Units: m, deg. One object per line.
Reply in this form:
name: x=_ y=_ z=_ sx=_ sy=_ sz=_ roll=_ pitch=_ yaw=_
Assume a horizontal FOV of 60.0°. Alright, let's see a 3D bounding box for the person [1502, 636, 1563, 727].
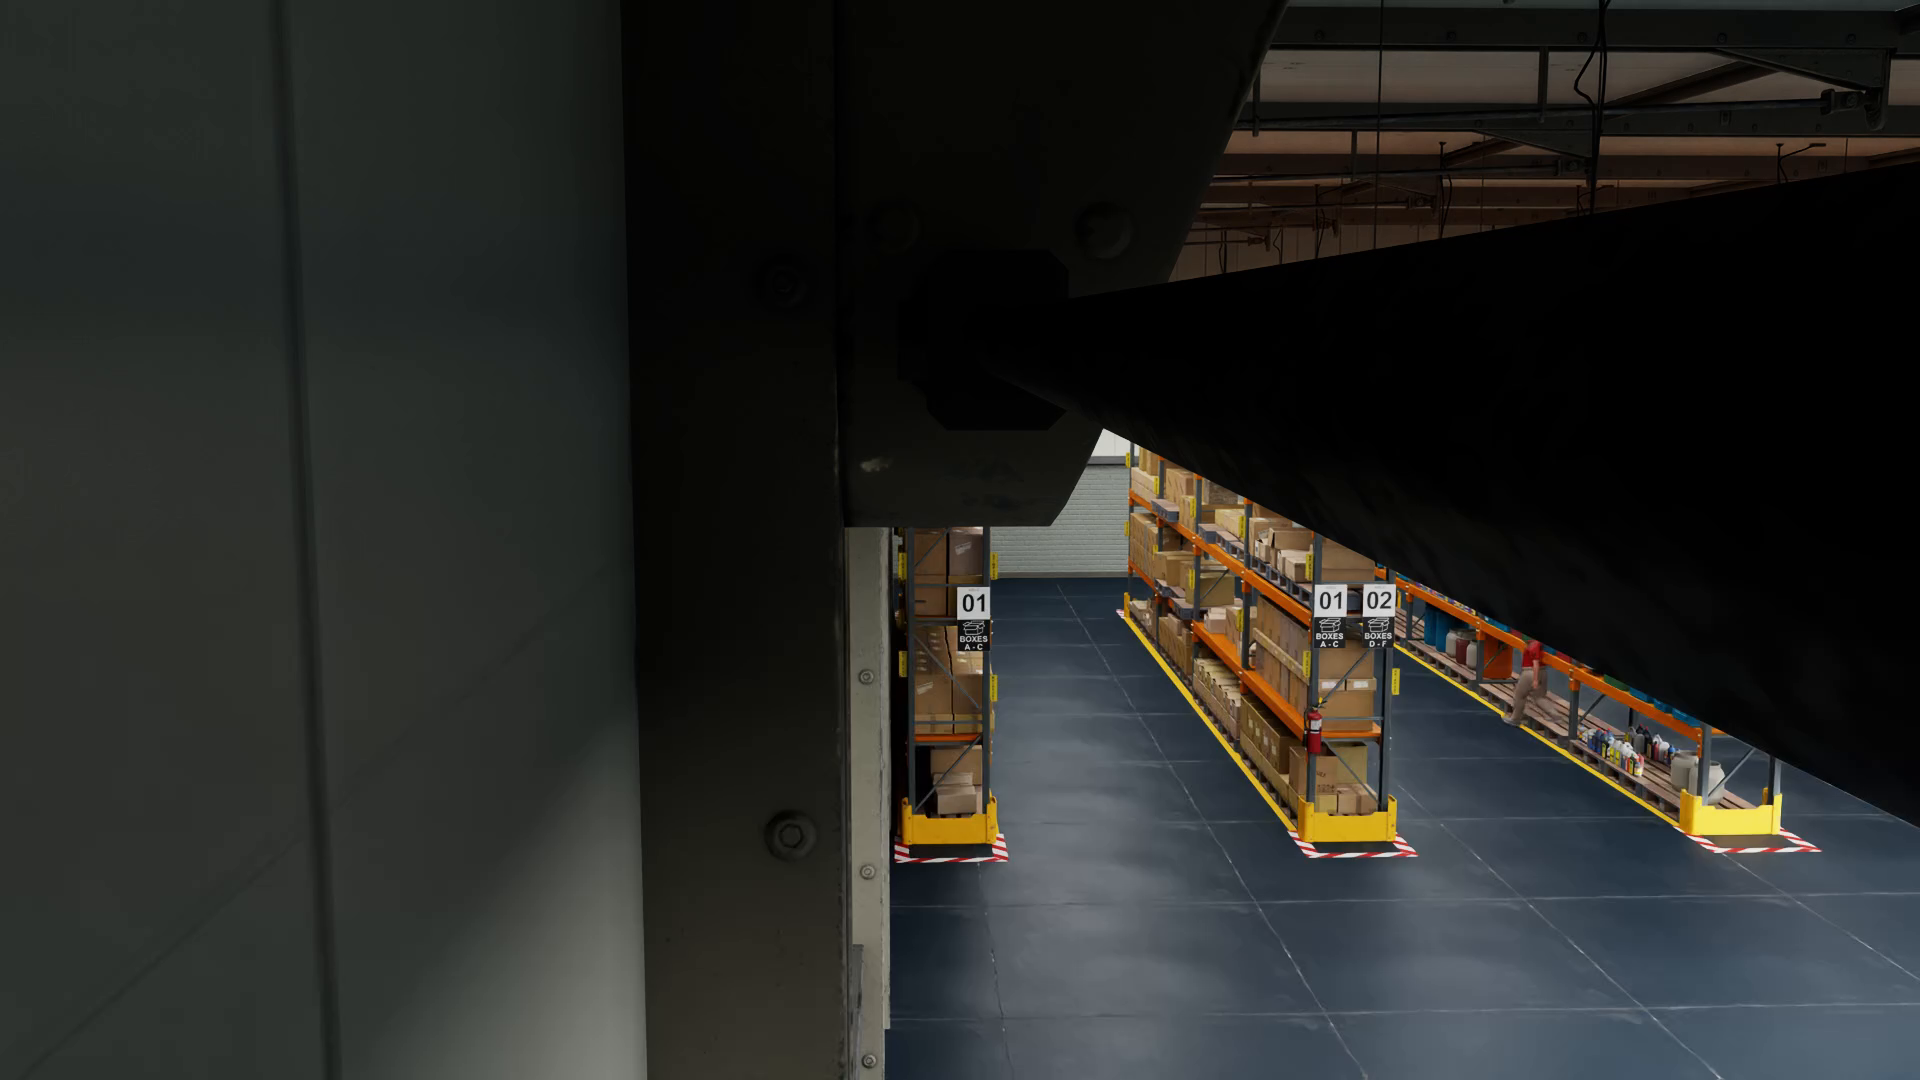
person: x=9.049 y=2.131 z=26.142 sx=0.506 sy=1.656 sz=0.999 roll=-4 pitch=8 yaw=-28
